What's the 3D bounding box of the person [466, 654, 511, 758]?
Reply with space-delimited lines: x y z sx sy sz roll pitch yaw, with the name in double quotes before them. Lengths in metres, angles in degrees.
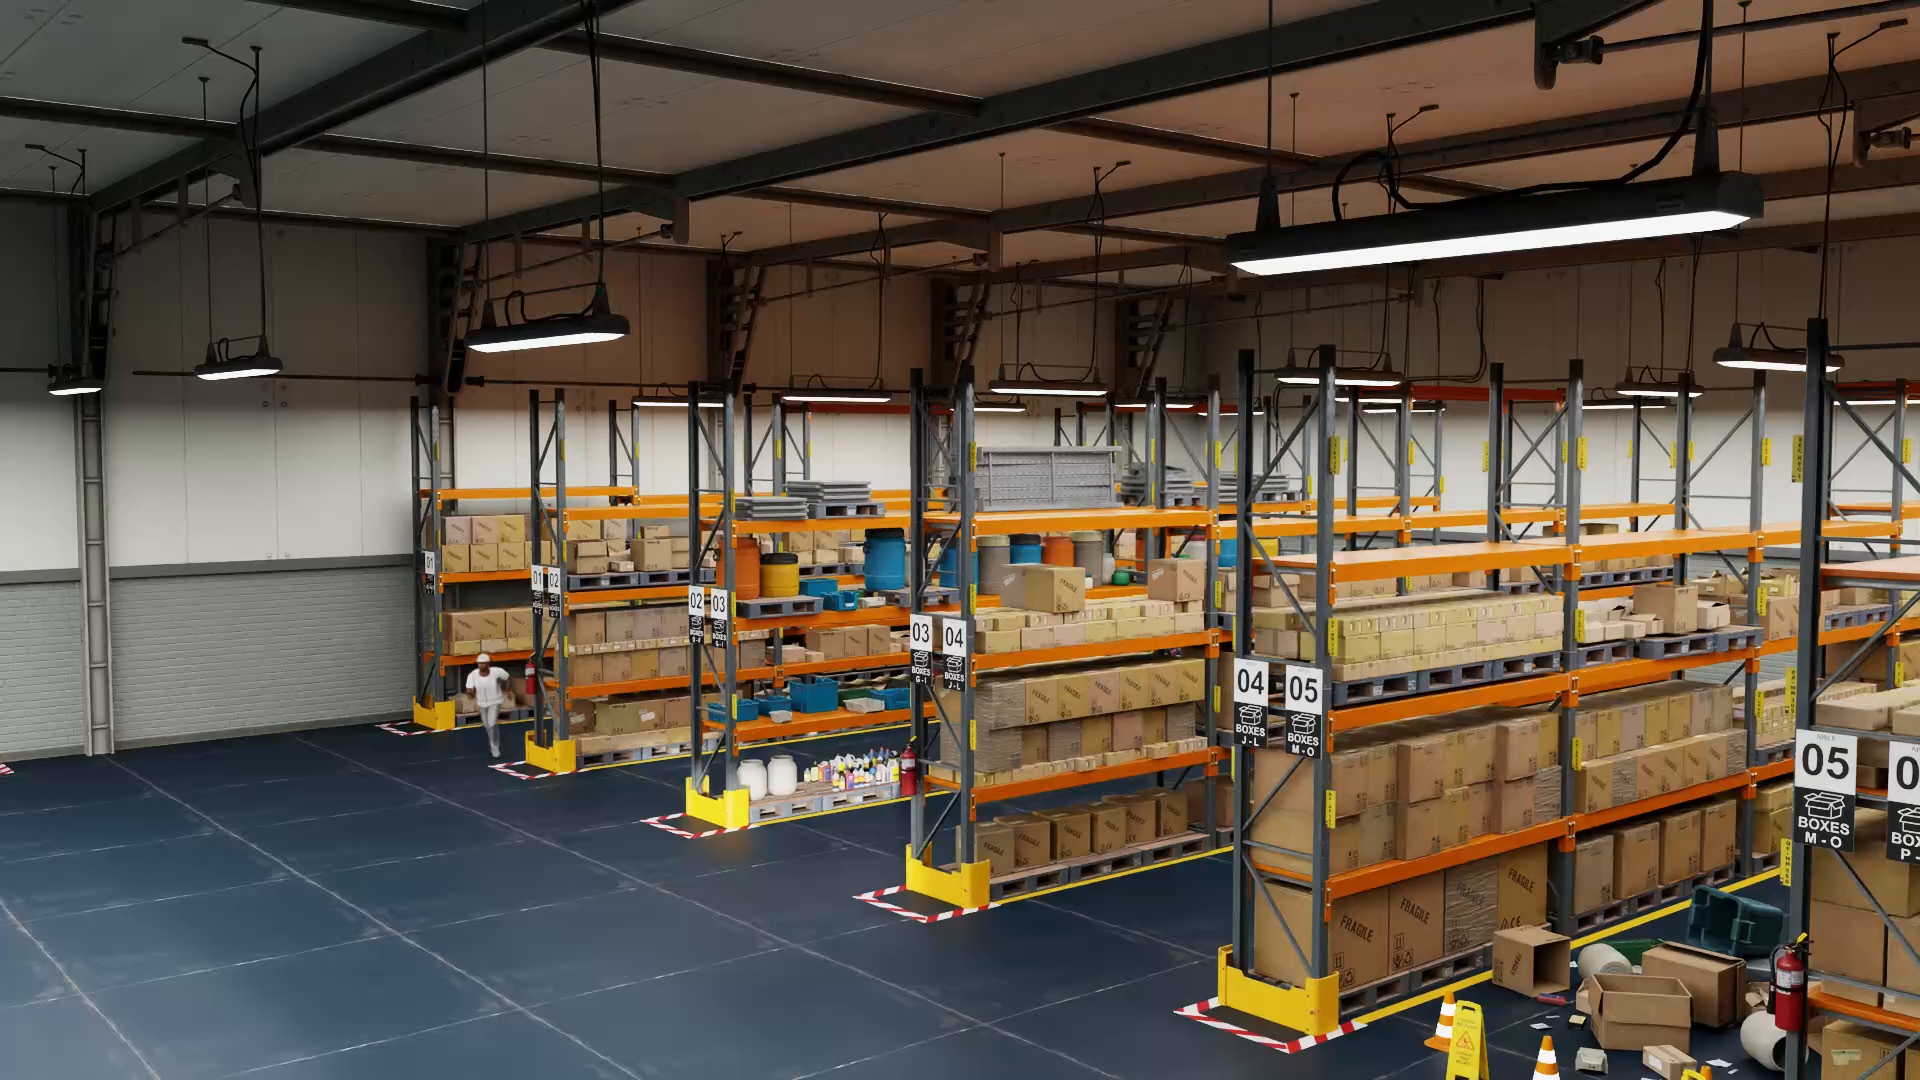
"person" -7.730 2.697 27.295 0.643 1.709 0.945 0 3 7
